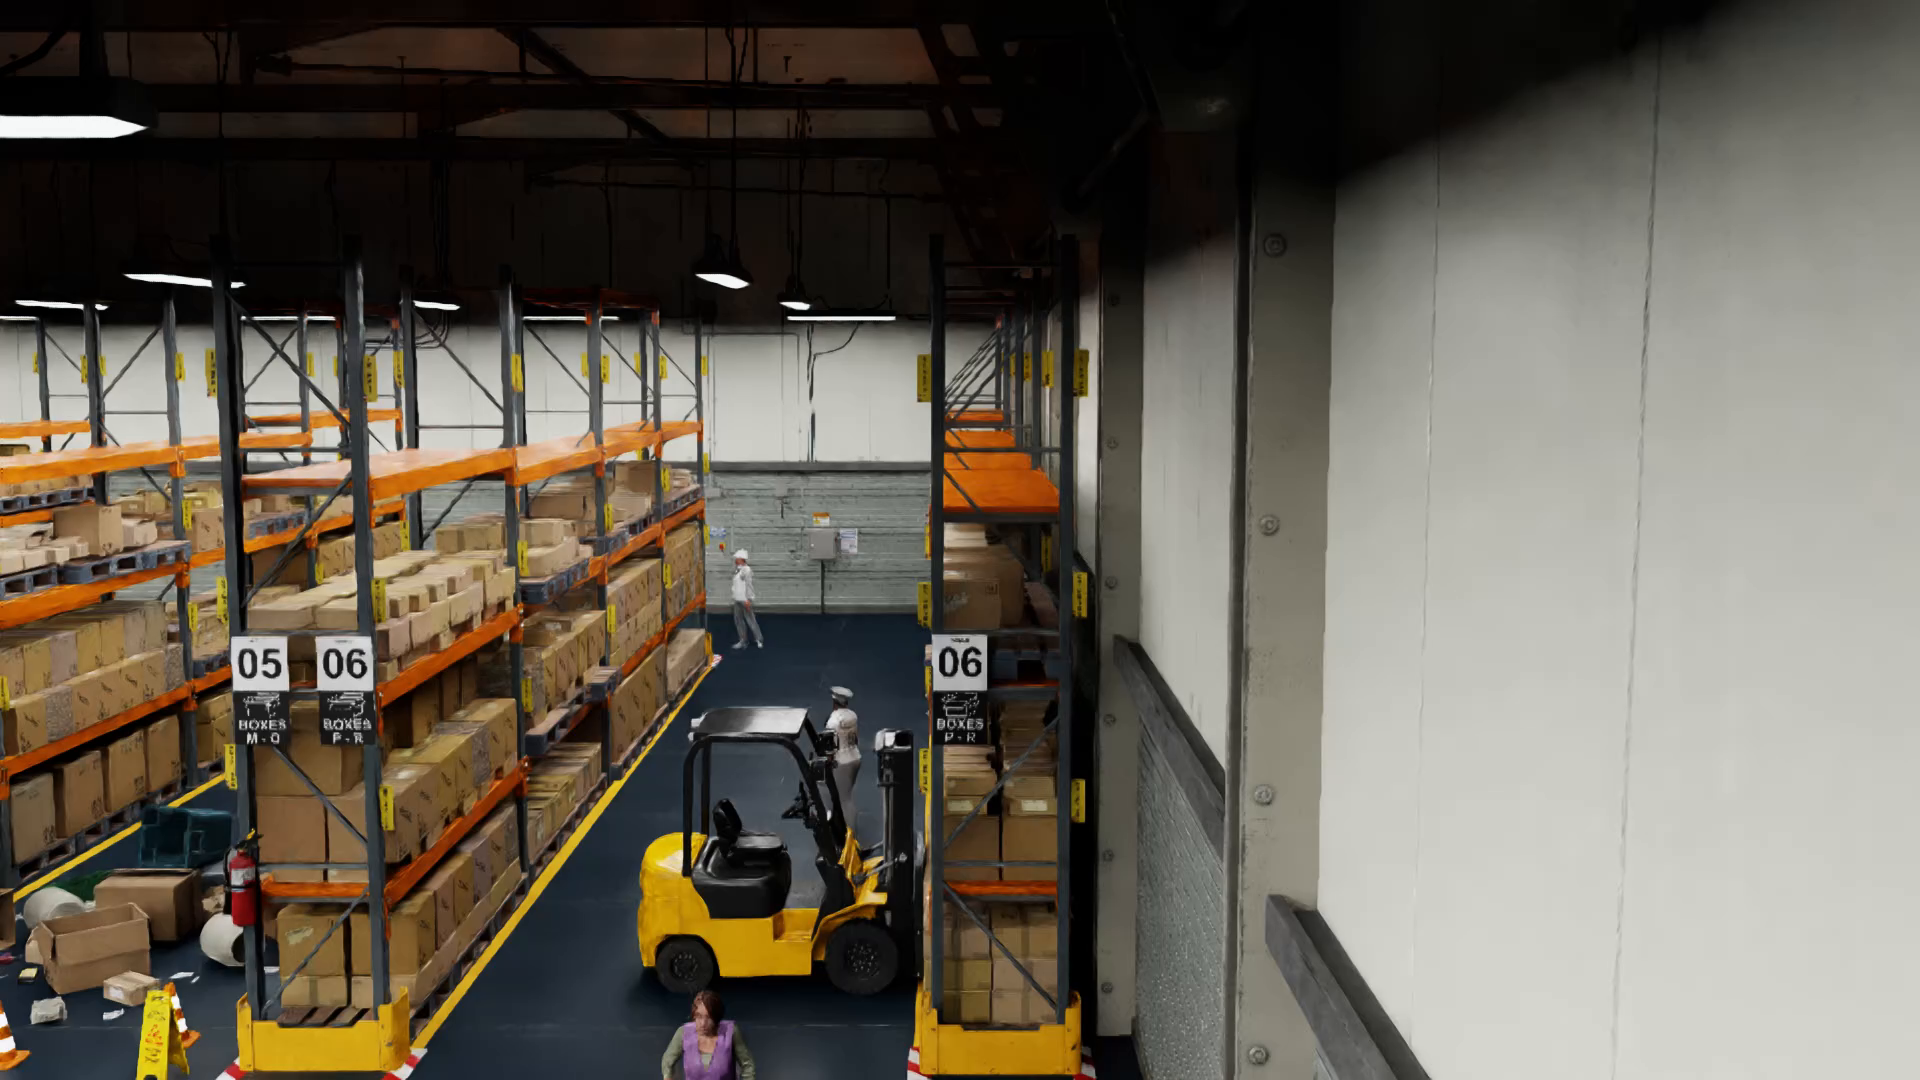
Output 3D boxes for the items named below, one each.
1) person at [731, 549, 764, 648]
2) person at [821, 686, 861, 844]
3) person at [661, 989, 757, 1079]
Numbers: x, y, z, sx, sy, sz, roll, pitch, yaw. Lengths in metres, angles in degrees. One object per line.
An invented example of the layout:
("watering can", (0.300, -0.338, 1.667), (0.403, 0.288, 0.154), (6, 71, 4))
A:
("person", (-3.771, 1.041, 29.507), (0.536, 1.765, 0.628), (-3, 7, -28))
("person", (-1.273, 2.382, 17.634), (0.544, 1.663, 0.581), (3, 7, 24))
("person", (-1.471, 3.342, 9.767), (0.566, 1.526, 0.519), (0, 6, -3))
